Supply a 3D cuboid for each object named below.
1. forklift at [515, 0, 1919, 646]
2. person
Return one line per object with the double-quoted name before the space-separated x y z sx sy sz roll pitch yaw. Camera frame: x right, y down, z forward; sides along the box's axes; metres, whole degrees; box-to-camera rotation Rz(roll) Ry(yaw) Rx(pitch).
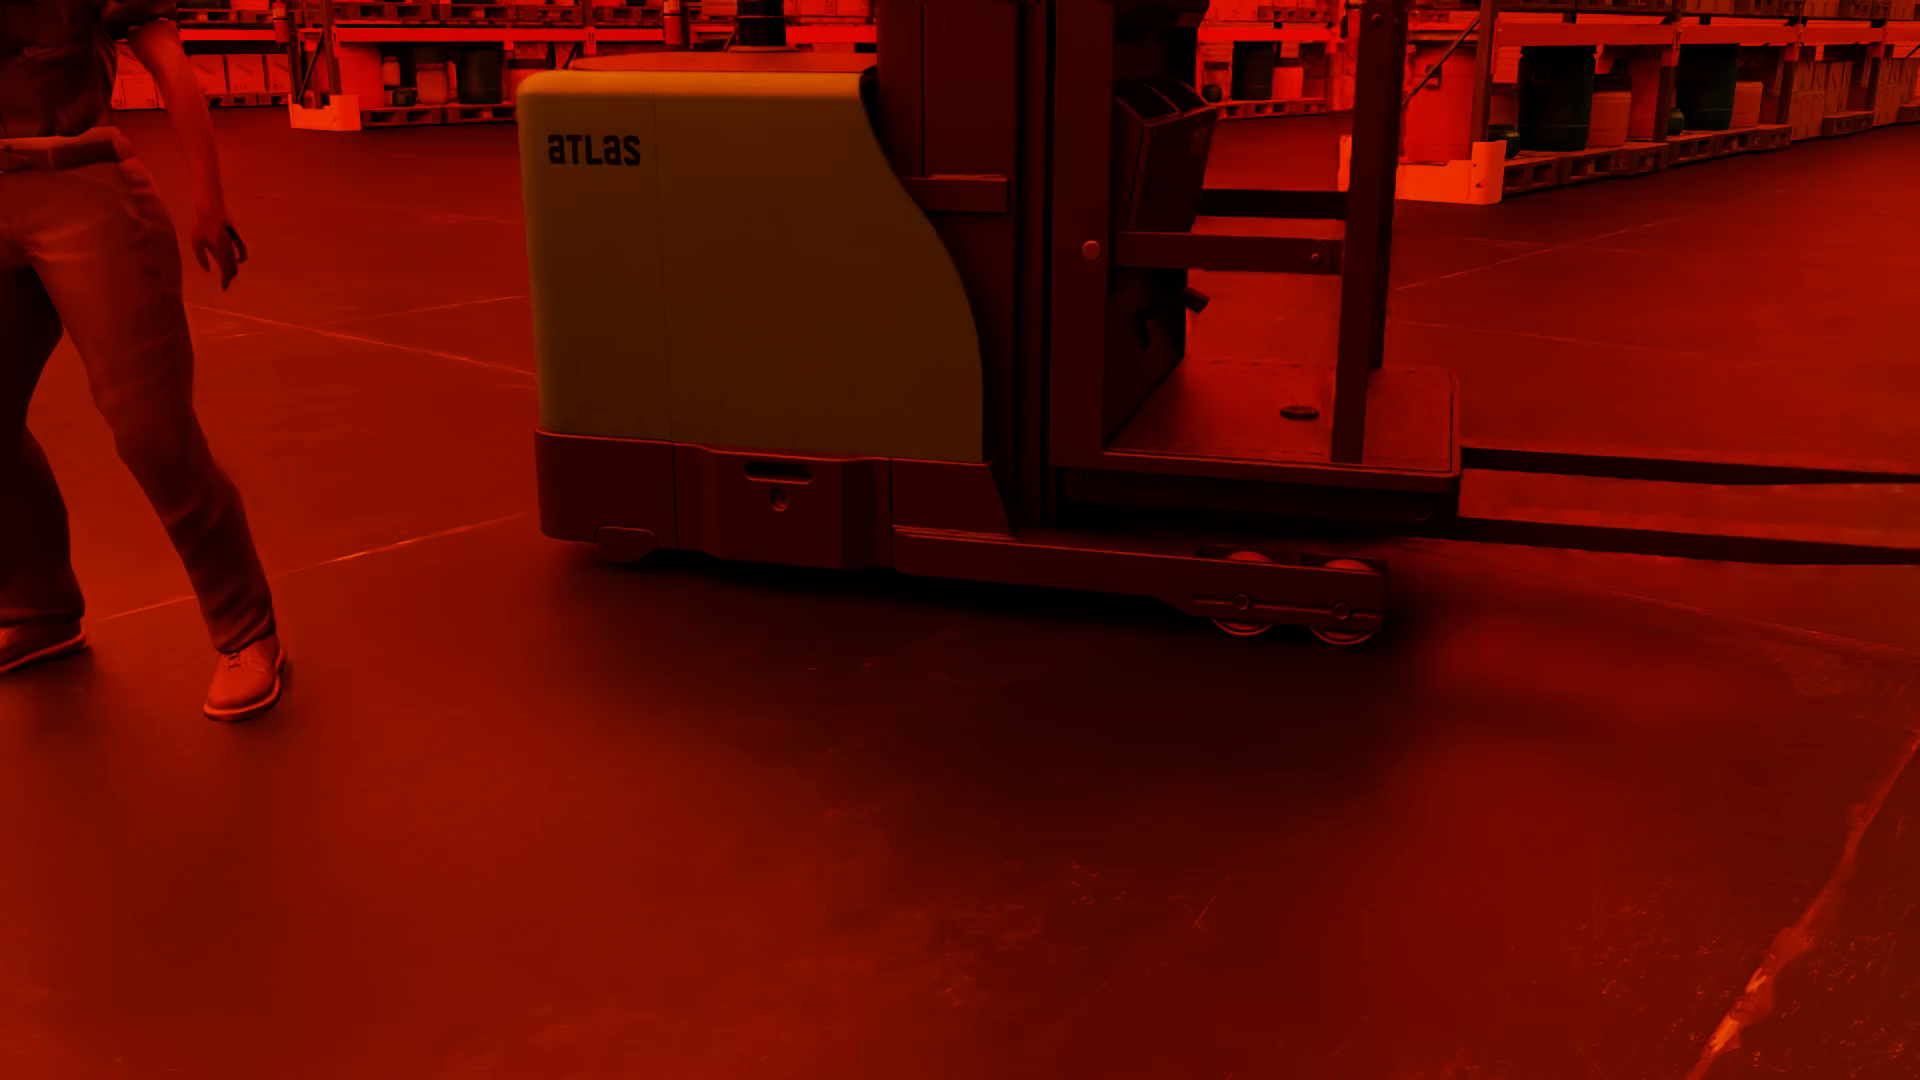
"forklift" 0.622 -1.367 3.400 3.031 2.935 1.130 5 18 15
"person" -1.574 -0.524 2.877 0.757 1.637 0.304 4 17 14
